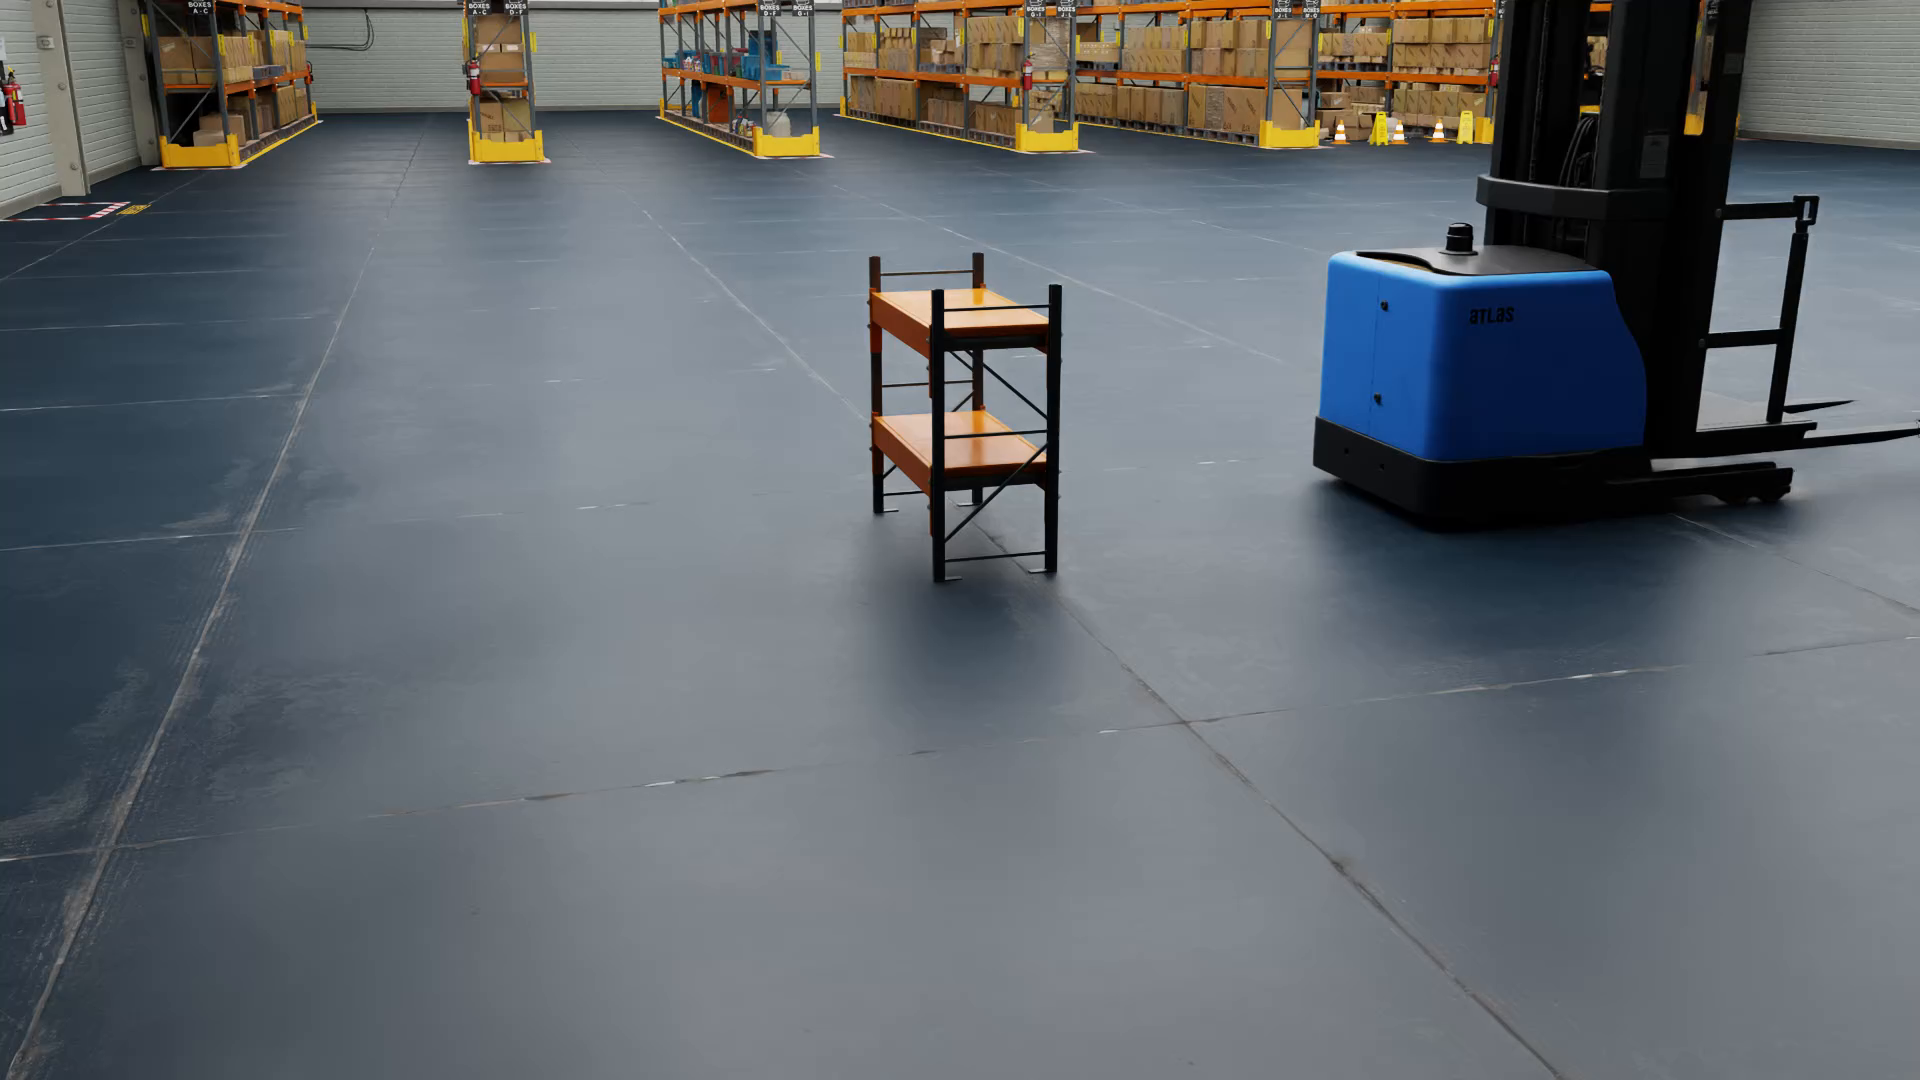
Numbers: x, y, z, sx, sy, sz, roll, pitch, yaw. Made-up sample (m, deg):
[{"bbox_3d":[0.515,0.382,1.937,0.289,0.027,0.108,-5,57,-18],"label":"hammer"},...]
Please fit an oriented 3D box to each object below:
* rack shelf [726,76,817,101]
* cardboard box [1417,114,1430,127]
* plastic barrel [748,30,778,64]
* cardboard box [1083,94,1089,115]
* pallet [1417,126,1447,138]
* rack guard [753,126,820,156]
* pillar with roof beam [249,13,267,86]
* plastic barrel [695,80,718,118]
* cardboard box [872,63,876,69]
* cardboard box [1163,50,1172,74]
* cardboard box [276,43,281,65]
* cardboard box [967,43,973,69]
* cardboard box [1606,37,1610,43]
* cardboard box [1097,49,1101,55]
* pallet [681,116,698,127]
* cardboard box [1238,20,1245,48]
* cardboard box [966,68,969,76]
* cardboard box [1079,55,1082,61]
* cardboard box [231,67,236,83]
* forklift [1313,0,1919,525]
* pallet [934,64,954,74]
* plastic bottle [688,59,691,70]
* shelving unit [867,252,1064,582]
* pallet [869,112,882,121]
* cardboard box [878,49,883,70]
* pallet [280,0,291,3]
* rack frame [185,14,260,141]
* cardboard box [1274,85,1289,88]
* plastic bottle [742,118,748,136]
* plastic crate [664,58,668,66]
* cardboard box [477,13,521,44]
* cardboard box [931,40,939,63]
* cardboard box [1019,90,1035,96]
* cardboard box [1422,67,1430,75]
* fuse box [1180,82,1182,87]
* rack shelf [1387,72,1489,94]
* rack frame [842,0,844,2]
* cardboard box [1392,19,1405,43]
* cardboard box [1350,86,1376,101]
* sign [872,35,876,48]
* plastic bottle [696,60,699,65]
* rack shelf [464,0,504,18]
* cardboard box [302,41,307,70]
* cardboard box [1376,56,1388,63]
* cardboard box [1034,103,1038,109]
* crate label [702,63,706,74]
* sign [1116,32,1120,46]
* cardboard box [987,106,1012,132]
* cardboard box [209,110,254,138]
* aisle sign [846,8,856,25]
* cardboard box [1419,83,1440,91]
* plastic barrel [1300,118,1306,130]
[{"bbox_3d":[-3.641,-8.645,31.769,1.077,0.370,4.000,-5,17,-15],"label":"rack shelf"},{"bbox_3d":[10.308,-9.124,36.163,0.500,0.250,0.500,-5,17,-16],"label":"cardboard box"},{"bbox_3d":[-4.006,-9.914,33.870,0.600,0.901,0.708,-5,17,-15],"label":"plastic barrel"},{"bbox_3d":[3.421,-11.000,41.973,0.500,0.500,0.500,-4,17,-14],"label":"cardboard box"},{"bbox_3d":[10.657,-8.861,36.085,1.003,0.211,1.213,-5,17,-15],"label":"pallet"},{"bbox_3d":[-3.158,-7.257,30.241,1.175,0.500,0.348,-5,17,-15],"label":"rack guard"},{"bbox_3d":[-14.449,-15.971,44.478,9.100,9.000,0.400,-5,17,-15],"label":"pillar with roof beam"},{"bbox_3d":[-6.062,-10.604,39.958,0.600,0.901,0.708,-5,17,-15],"label":"plastic barrel"},{"bbox_3d":[-2.026,-12.085,42.408,0.380,0.149,0.250,-5,17,-15],"label":"cardboard box"},{"bbox_3d":[4.829,-10.609,36.884,0.500,0.500,0.500,-5,17,-16],"label":"cardboard box"},{"bbox_3d":[-14.838,-10.366,35.522,0.500,0.500,0.500,-4,17,-13],"label":"cardboard box"},{"bbox_3d":[0.635,-9.995,34.323,0.875,0.500,0.500,-5,17,-15],"label":"cardboard box"},{"bbox_3d":[14.911,-11.366,37.757,0.380,0.149,0.250,-5,17,-16],"label":"cardboard box"},{"bbox_3d":[3.545,-11.875,40.461,0.380,0.149,0.250,-4,17,-14],"label":"cardboard box"},{"bbox_3d":[-6.218,-10.203,40.553,1.003,0.211,1.213,-5,17,-15],"label":"pallet"},{"bbox_3d":[6.139,-10.197,33.548,0.875,0.550,0.550,-5,17,-15],"label":"cardboard box"},{"bbox_3d":[0.341,-9.731,34.570,0.380,0.149,0.250,-5,17,-15],"label":"cardboard box"},{"bbox_3d":[3.199,-12.086,41.681,0.380,0.149,0.250,-5,17,-16],"label":"cardboard box"},{"bbox_3d":[-12.603,-7.893,28.242,0.500,0.250,0.500,-5,18,-17],"label":"cardboard box"},{"bbox_3d":[3.247,-1.699,7.514,3.031,2.935,1.130,-5,18,-17],"label":"forklift"},{"bbox_3d":[0.055,-10.405,36.709,1.003,0.211,1.213,-5,17,-15],"label":"pallet"},{"bbox_3d":[-6.374,-11.282,39.512,0.152,0.276,0.135,-5,17,-15],"label":"plastic bottle"},{"bbox_3d":[-0.002,-0.541,6.796,0.538,1.125,1.048,-5,17,-15],"label":"shelving unit"},{"bbox_3d":[-1.761,-11.028,43.299,1.003,0.211,1.213,-5,17,-15],"label":"pallet"},{"bbox_3d":[-1.741,-12.048,41.674,0.500,0.500,0.500,-5,17,-15],"label":"cardboard box"},{"bbox_3d":[-16.130,-12.594,38.604,1.003,0.211,1.213,-5,17,-15],"label":"pallet"},{"bbox_3d":[-13.717,-8.760,30.899,1.000,3.000,0.127,-5,17,-15],"label":"rack frame"},{"bbox_3d":[8.649,-11.453,42.828,0.875,0.875,0.875,-4,17,-15],"label":"cardboard box"},{"bbox_3d":[-4.148,-8.008,32.236,0.144,0.351,0.185,-4,17,-13],"label":"plastic bottle"},{"bbox_3d":[-7.557,-12.534,43.652,0.416,0.233,0.300,-5,17,-15],"label":"plastic crate"},{"bbox_3d":[-7.986,-8.860,28.804,0.700,0.500,0.500,-5,17,-15],"label":"cardboard box"},{"bbox_3d":[-0.341,-11.144,37.932,0.500,0.500,0.500,-7,18,-22],"label":"cardboard box"},{"bbox_3d":[1.887,-12.567,46.765,0.380,0.149,0.250,-6,18,-18],"label":"cardboard box"},{"bbox_3d":[10.220,-10.131,35.900,0.380,0.149,0.250,-5,17,-15],"label":"cardboard box"},{"bbox_3d":[7.290,-15.104,54.259,0.539,1.711,0.414,-5,17,-15],"label":"fuse box"},{"bbox_3d":[10.649,-9.820,35.681,1.077,0.370,4.000,-5,17,-15],"label":"rack shelf"},{"bbox_3d":[-2.727,-16.127,44.998,1.000,3.000,0.127,-5,17,-15],"label":"rack frame"},{"bbox_3d":[10.012,-11.248,36.756,0.700,0.500,0.500,-5,17,-16],"label":"cardboard box"},{"bbox_3d":[11.848,-13.018,48.693,0.700,0.500,0.500,-4,17,-13],"label":"cardboard box"},{"bbox_3d":[-2.161,-12.556,41.894,0.100,0.325,0.005,-5,17,-15],"label":"sign"},{"bbox_3d":[-5.996,-10.871,38.151,0.097,0.271,0.097,0,17,0],"label":"plastic bottle"},{"bbox_3d":[-9.504,-10.798,33.720,1.077,0.370,4.000,-5,17,-15],"label":"rack shelf"},{"bbox_3d":[-16.865,-12.082,41.439,0.980,0.700,0.700,-4,17,-13],"label":"cardboard box"},{"bbox_3d":[9.693,-10.919,37.796,0.380,0.149,0.250,-4,17,-14],"label":"cardboard box"},{"bbox_3d":[2.243,-11.931,45.683,0.380,0.149,0.250,-6,18,-18],"label":"cardboard box"},{"bbox_3d":[-5.535,-10.423,36.728,0.303,0.233,0.416,-5,17,-15],"label":"crate label"},{"bbox_3d":[3.750,-11.876,39.400,0.100,0.325,0.005,-5,17,-15],"label":"sign"},{"bbox_3d":[0.807,-8.667,34.205,0.500,0.500,0.500,1,17,2],"label":"cardboard box"},{"bbox_3d":[-13.935,-7.975,31.869,0.700,0.500,0.500,-4,17,-13],"label":"cardboard box"},{"bbox_3d":[-3.035,-14.495,45.474,0.394,0.787,0.004,-5,17,-15],"label":"aisle sign"},{"bbox_3d":[10.199,-9.832,36.088,0.380,0.149,0.250,-4,17,-12],"label":"cardboard box"},{"bbox_3d":[7.155,-8.872,35.753,0.512,0.421,0.421,7,18,23],"label":"plastic barrel"}]
